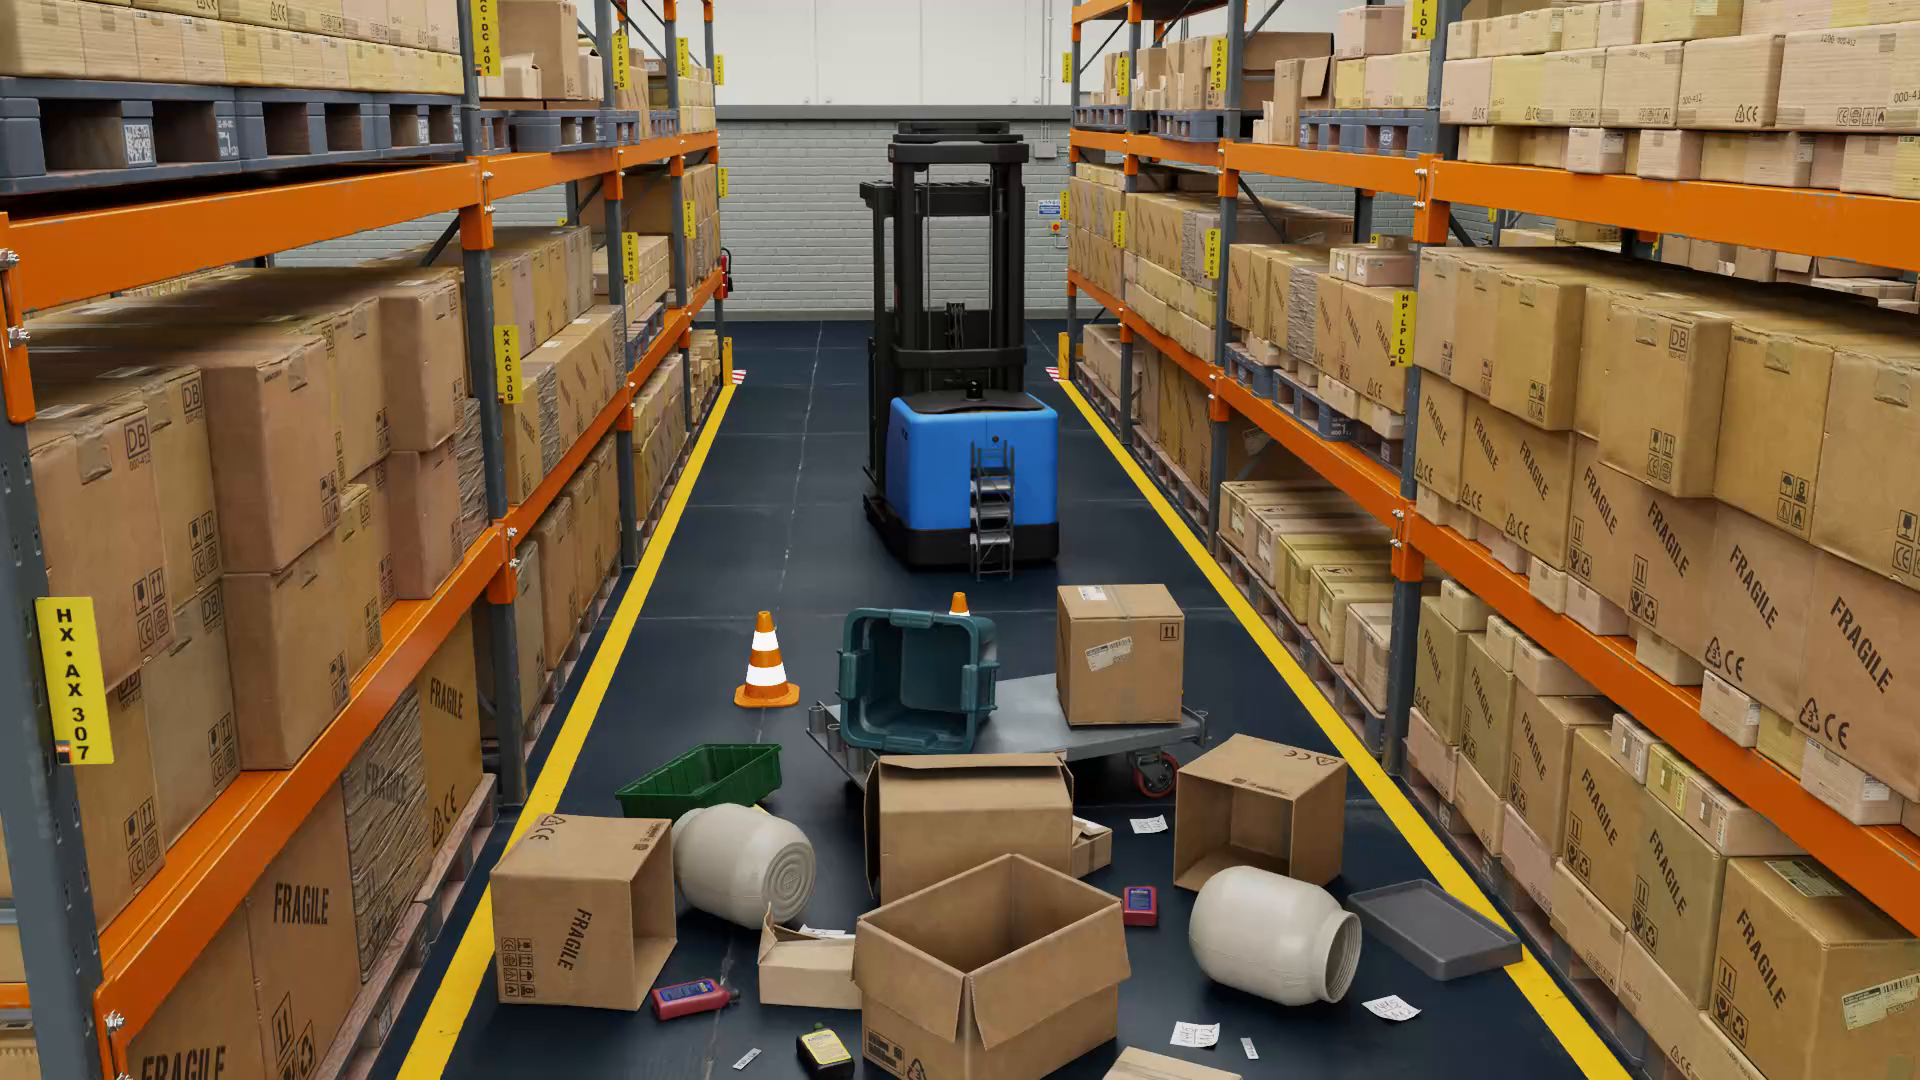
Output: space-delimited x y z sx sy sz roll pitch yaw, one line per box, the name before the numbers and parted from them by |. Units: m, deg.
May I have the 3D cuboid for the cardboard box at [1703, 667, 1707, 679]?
cardboard box | 2.458 0.403 4.943 0.380 0.149 0.250 -1 14 -3

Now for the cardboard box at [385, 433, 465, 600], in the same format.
cardboard box | -2.353 -0.112 6.139 0.875 0.550 0.550 -1 14 -3

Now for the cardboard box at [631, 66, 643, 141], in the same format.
cardboard box | -2.501 -3.033 11.575 0.500 0.500 0.500 -1 14 -3

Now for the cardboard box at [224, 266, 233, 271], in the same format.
cardboard box | -7.730 -2.741 17.163 0.380 0.149 0.250 -1 14 -5

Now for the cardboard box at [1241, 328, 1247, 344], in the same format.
cardboard box | 2.076 -1.361 10.959 0.380 0.149 0.250 -2 15 -7

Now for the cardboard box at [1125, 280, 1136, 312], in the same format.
cardboard box | 1.758 -2.172 14.749 0.500 0.250 0.500 -1 14 -5

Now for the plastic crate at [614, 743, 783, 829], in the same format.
plastic crate | -1.127 1.090 7.298 0.450 0.188 0.662 -4 11 28

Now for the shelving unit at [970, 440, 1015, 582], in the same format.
shelving unit | 0.210 -0.193 10.962 0.258 0.900 0.210 -3 16 -11

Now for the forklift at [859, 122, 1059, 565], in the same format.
forklift | -0.127 -1.573 12.259 1.130 2.935 3.031 -3 15 -11

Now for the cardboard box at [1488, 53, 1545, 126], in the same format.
cardboard box | 2.285 -1.651 6.107 0.500 0.250 0.500 -1 14 -4

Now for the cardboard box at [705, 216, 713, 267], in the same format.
cardboard box | -2.836 -3.082 17.187 0.500 0.500 0.500 -1 14 -3

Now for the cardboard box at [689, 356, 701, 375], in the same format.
cardboard box | -2.751 -1.717 16.364 0.380 0.149 0.250 -1 14 -2

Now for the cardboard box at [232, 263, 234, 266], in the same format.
cardboard box | -7.819 -3.029 17.482 0.500 0.250 0.500 -1 14 -4

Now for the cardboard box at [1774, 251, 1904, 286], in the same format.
cardboard box | 6.910 -2.097 13.108 0.797 0.503 0.637 -1 14 -5

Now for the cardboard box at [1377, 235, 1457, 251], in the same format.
cardboard box | 2.624 -1.671 9.558 0.380 0.149 0.250 -2 15 -6

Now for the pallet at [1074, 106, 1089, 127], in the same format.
pallet | 1.802 -4.578 17.959 1.003 0.211 1.213 -1 14 -3

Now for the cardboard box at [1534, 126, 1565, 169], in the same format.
cardboard box | 2.326 -1.429 6.047 0.380 0.149 0.250 0 14 -2

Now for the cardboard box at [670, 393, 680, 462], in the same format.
cardboard box | -2.612 -0.942 13.840 0.500 0.500 0.500 -1 14 -5

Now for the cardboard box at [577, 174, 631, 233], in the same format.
cardboard box | -3.240 -3.046 15.041 0.500 0.500 0.500 -1 14 -5

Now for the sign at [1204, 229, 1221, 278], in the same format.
sign | 1.688 -1.915 11.125 0.100 0.325 0.005 -1 14 -3

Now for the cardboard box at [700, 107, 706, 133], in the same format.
cardboard box | -2.787 -4.140 16.379 0.500 0.250 0.500 0 14 -1

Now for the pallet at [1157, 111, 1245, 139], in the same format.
pallet | 2.076 -3.162 12.655 1.003 0.211 1.213 0 14 -1

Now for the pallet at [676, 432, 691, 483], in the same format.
pallet | -2.891 -0.713 14.372 1.003 0.211 1.213 -1 14 -3

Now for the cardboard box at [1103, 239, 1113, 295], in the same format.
cardboard box | 1.672 -2.646 16.089 0.500 0.500 0.500 -1 14 -5

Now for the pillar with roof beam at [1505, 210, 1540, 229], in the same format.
pillar with roof beam | 3.136 -6.954 20.994 9.100 9.000 0.400 -1 14 -3

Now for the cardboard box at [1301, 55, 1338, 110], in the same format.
cardboard box | 2.365 -2.487 9.446 0.797 0.503 0.637 -1 14 -3

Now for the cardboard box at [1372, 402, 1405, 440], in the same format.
cardboard box | 2.182 -0.574 7.899 0.380 0.149 0.250 -1 14 -3

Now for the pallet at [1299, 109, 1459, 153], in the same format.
pallet | 2.490 -2.143 8.694 1.213 0.211 1.003 -1 14 -3

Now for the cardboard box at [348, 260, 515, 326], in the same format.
cardboard box | -2.515 -1.051 7.884 0.700 0.500 0.500 -1 14 -4

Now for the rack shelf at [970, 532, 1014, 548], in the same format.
rack shelf | 0.209 0.013 11.019 0.258 0.077 0.200 -3 16 -11

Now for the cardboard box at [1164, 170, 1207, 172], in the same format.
cardboard box | 2.202 -3.543 16.268 0.380 0.149 0.250 -1 14 -5

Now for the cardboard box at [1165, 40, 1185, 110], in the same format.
cardboard box | 1.843 -3.502 12.553 0.500 0.500 0.500 -1 14 -3

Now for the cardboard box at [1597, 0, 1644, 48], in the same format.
cardboard box | 2.318 -1.679 5.418 0.380 0.149 0.250 -1 14 -4

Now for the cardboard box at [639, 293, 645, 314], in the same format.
cardboard box | -2.603 -1.788 12.616 0.380 0.149 0.250 -1 14 -3

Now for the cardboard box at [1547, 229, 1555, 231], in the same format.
cardboard box | 6.993 -3.392 18.893 0.500 0.250 0.500 0 14 -2

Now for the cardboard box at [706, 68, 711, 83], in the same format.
cardboard box | -2.874 -4.989 17.873 0.380 0.149 0.250 -1 14 -4

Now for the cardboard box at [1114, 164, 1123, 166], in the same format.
cardboard box | 1.579 -4.043 18.212 0.380 0.149 0.250 -1 14 -2

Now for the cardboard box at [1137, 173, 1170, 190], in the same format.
cardboard box | 1.749 -3.344 15.494 0.380 0.149 0.250 -1 14 -2

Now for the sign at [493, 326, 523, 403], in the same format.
sign | -1.891 -0.734 6.961 0.100 0.325 0.005 -1 14 -3

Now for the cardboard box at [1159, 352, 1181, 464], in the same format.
cardboard box | 2.176 -1.155 13.917 0.875 0.875 0.875 0 14 -2

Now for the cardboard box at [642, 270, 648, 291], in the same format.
cardboard box | -2.624 -1.998 12.837 0.380 0.149 0.250 0 14 -1

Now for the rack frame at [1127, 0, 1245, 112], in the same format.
rack frame | 1.994 -5.264 14.424 1.000 3.000 0.127 -1 14 -3

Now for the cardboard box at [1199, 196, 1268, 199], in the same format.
cardboard box | 2.311 -2.655 14.118 0.500 0.500 0.500 -1 14 -2

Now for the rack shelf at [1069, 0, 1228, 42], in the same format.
rack shelf | 1.870 -5.219 16.497 1.077 0.370 4.000 -1 14 -3

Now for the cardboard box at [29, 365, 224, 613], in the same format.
cardboard box | -2.308 -0.096 3.912 0.875 0.550 0.550 -1 14 -3

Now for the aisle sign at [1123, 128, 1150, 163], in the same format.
aisle sign | 2.051 -4.635 18.802 0.394 0.787 0.004 -1 14 -3

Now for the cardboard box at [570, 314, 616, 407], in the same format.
cardboard box | -2.367 -1.078 9.997 0.500 0.500 0.500 -1 14 -3

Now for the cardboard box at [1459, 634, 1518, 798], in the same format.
cardboard box | 2.301 0.680 6.533 0.500 0.500 0.500 0 14 -1

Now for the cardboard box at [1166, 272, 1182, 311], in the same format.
cardboard box | 1.870 -1.904 12.704 0.500 0.250 0.500 -1 14 -5

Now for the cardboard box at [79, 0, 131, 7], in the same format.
cardboard box | -1.971 -1.172 3.203 0.500 0.250 0.500 -1 14 -4

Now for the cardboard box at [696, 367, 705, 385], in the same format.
cardboard box | -2.760 -1.640 16.661 0.380 0.149 0.250 -1 14 -4

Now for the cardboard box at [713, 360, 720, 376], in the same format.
cardboard box | -2.831 -1.884 18.208 0.380 0.149 0.250 0 14 -2

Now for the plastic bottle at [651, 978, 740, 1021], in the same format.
plastic bottle | -0.913 1.582 5.756 0.283 0.061 0.133 -6 16 -23

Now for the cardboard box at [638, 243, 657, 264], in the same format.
cardboard box | -2.673 -2.333 13.542 0.380 0.149 0.250 -1 14 -4

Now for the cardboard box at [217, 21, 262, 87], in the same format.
cardboard box | -1.961 -1.196 4.097 0.380 0.149 0.250 -1 14 -3

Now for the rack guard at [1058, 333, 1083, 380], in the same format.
rack guard | 1.744 -2.148 19.373 1.175 0.500 0.348 -1 14 -3

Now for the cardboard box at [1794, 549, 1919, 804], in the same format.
cardboard box | 2.429 0.303 4.031 0.500 0.500 0.500 -1 14 -4
